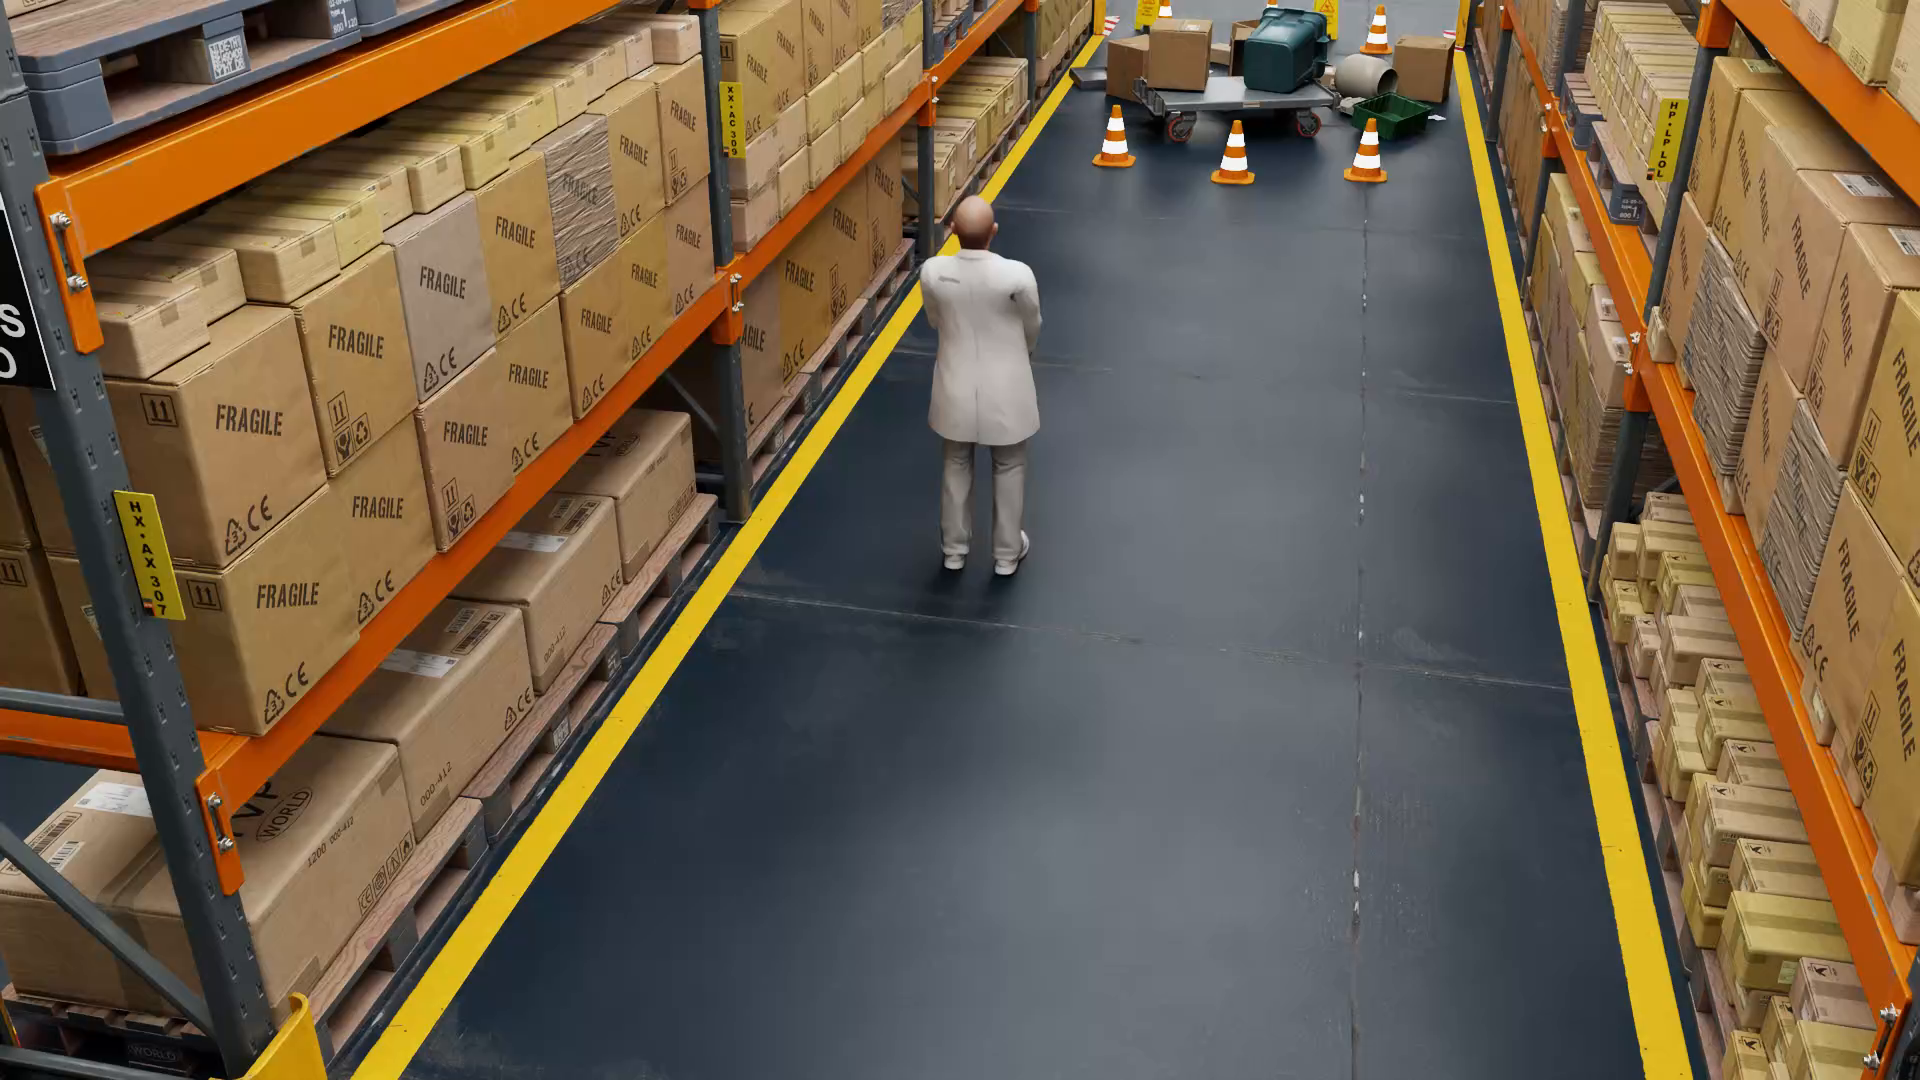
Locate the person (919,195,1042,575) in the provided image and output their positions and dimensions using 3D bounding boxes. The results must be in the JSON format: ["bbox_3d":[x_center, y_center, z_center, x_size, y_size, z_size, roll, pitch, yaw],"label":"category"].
[{"bbox_3d":[0.115,-0.732,7.498,0.530,1.769,0.563,6,29,11],"label":"person"}]
